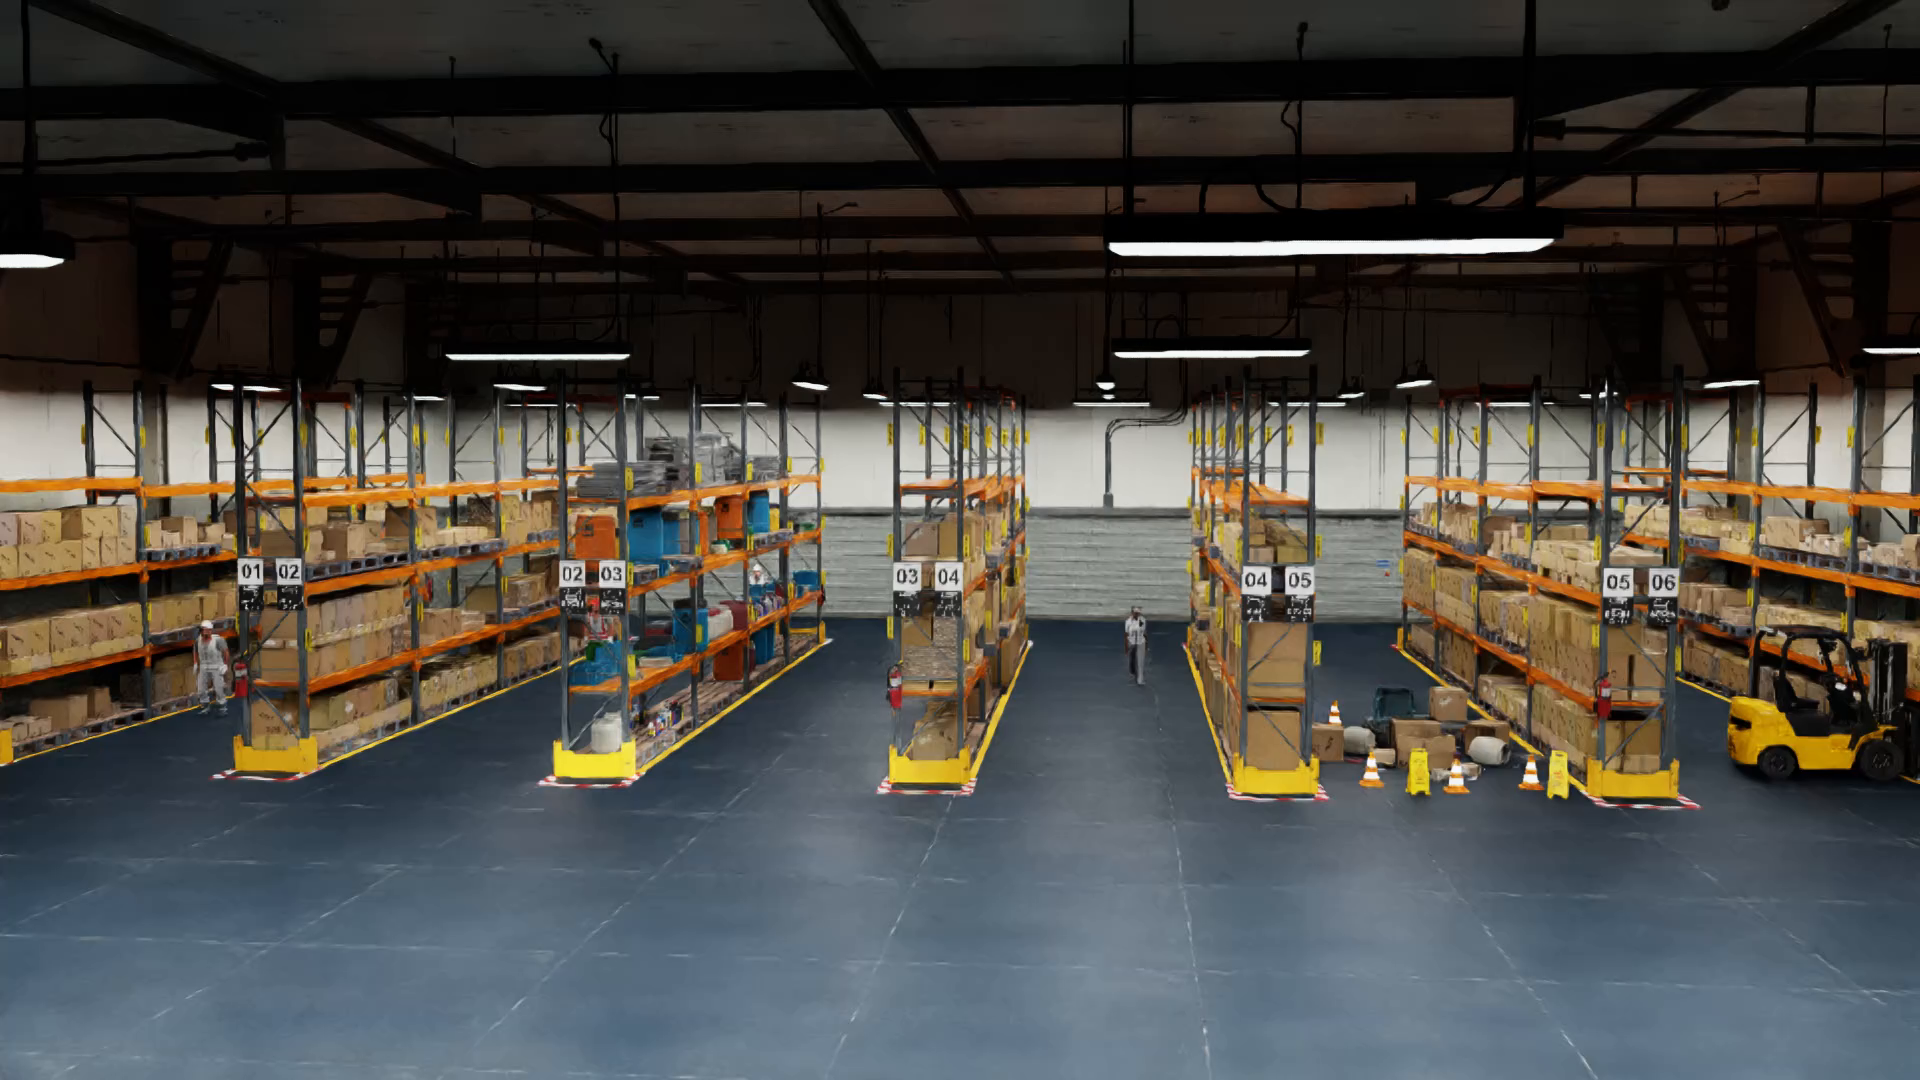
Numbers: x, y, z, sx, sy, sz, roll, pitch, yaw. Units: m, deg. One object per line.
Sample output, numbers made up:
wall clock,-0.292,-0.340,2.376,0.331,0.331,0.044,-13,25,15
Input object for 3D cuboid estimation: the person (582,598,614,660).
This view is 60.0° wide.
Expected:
person,-7.359,2.041,33.787,0.677,1.742,0.552,0,4,4

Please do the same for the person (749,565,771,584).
person,-5.203,1.484,42.876,0.680,1.709,0.866,1,4,11

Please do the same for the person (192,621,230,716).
person,-13.382,2.296,29.687,0.678,1.741,0.542,0,4,2

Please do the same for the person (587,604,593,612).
person,-9.793,1.360,44.782,0.729,1.733,0.546,0,4,5

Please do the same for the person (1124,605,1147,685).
person,3.560,2.097,33.698,0.456,1.589,1.088,0,4,8
